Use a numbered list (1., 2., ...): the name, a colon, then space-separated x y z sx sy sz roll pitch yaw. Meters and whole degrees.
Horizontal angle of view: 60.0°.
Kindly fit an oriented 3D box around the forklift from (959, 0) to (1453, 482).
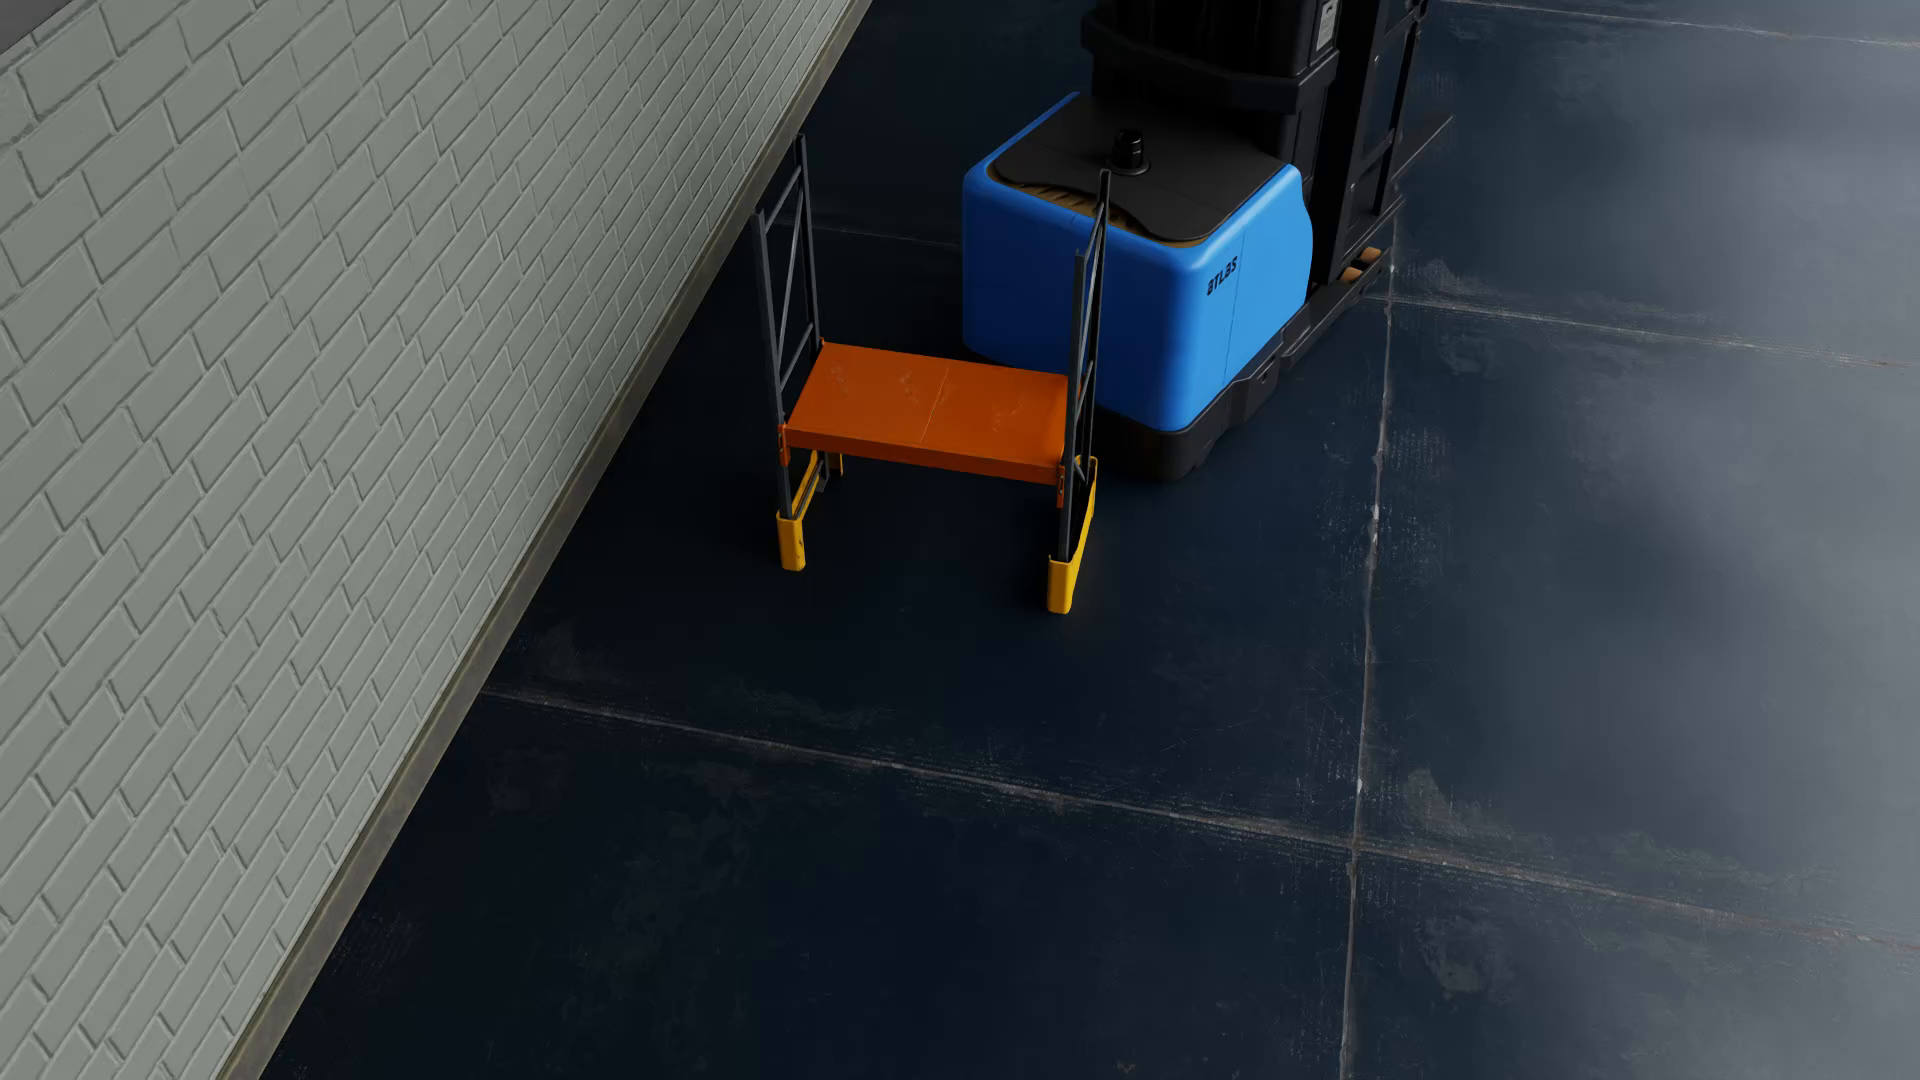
1. forklift: 1.256 -2.264 6.488 1.130 2.935 3.031 26 50 25

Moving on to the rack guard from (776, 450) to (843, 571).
1. rack guard: -0.560 -0.177 6.254 0.087 0.250 0.587 9 45 9

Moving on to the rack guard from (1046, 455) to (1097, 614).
1. rack guard: 0.412 -0.026 6.097 0.087 0.250 0.587 9 45 9

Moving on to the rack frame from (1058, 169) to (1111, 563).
1. rack frame: 0.413 -0.476 5.663 0.032 1.500 0.500 9 45 9

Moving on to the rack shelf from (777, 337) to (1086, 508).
1. rack shelf: -0.083 -0.424 5.868 1.000 0.185 0.538 9 45 9

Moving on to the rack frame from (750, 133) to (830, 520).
1. rack frame: -0.579 -0.630 5.823 0.032 1.500 0.500 9 45 9

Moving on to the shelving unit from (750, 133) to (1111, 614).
1. shelving unit: -0.074 -0.552 5.742 1.083 1.500 0.587 9 45 9
